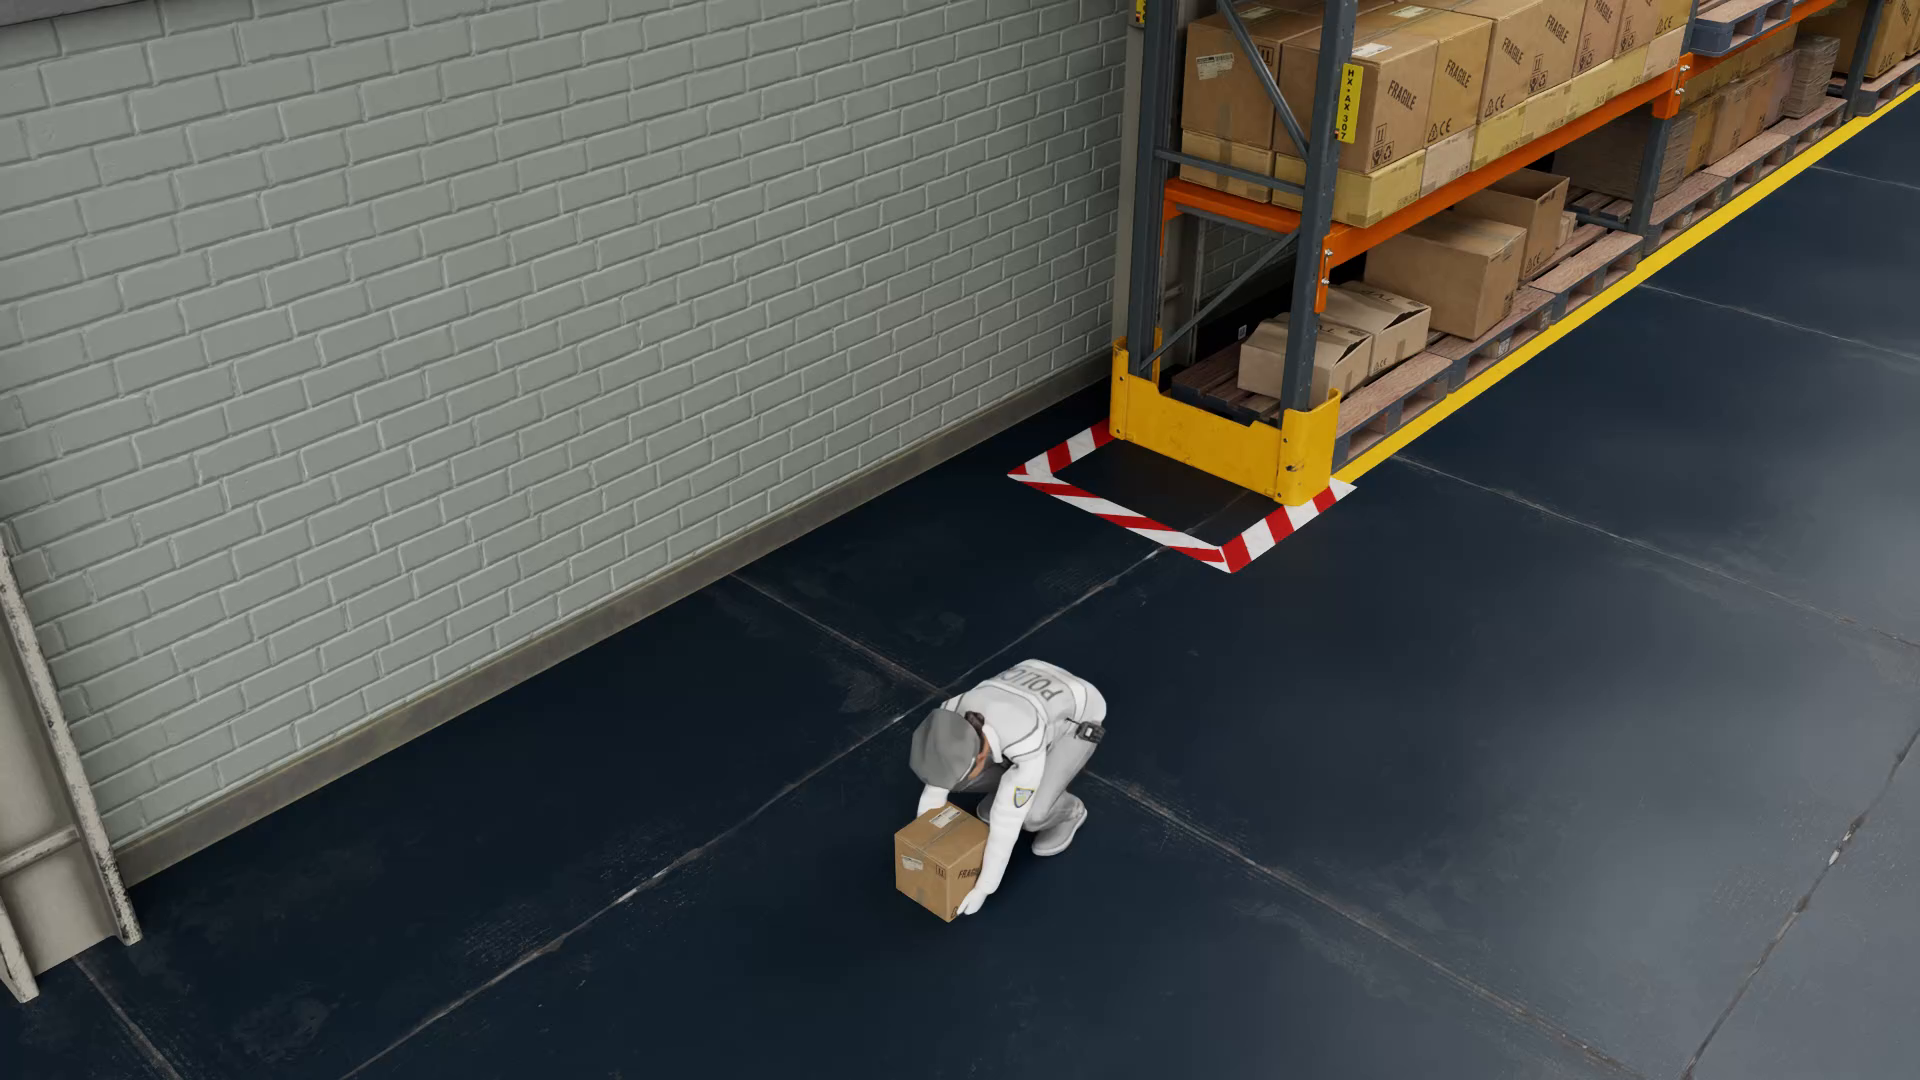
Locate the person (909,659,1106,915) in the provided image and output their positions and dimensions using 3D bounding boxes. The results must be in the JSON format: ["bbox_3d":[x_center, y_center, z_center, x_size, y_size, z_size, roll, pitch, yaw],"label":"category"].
[{"bbox_3d":[0.152,0.787,5.759,0.467,0.835,0.894,25,39,34],"label":"person"}]
